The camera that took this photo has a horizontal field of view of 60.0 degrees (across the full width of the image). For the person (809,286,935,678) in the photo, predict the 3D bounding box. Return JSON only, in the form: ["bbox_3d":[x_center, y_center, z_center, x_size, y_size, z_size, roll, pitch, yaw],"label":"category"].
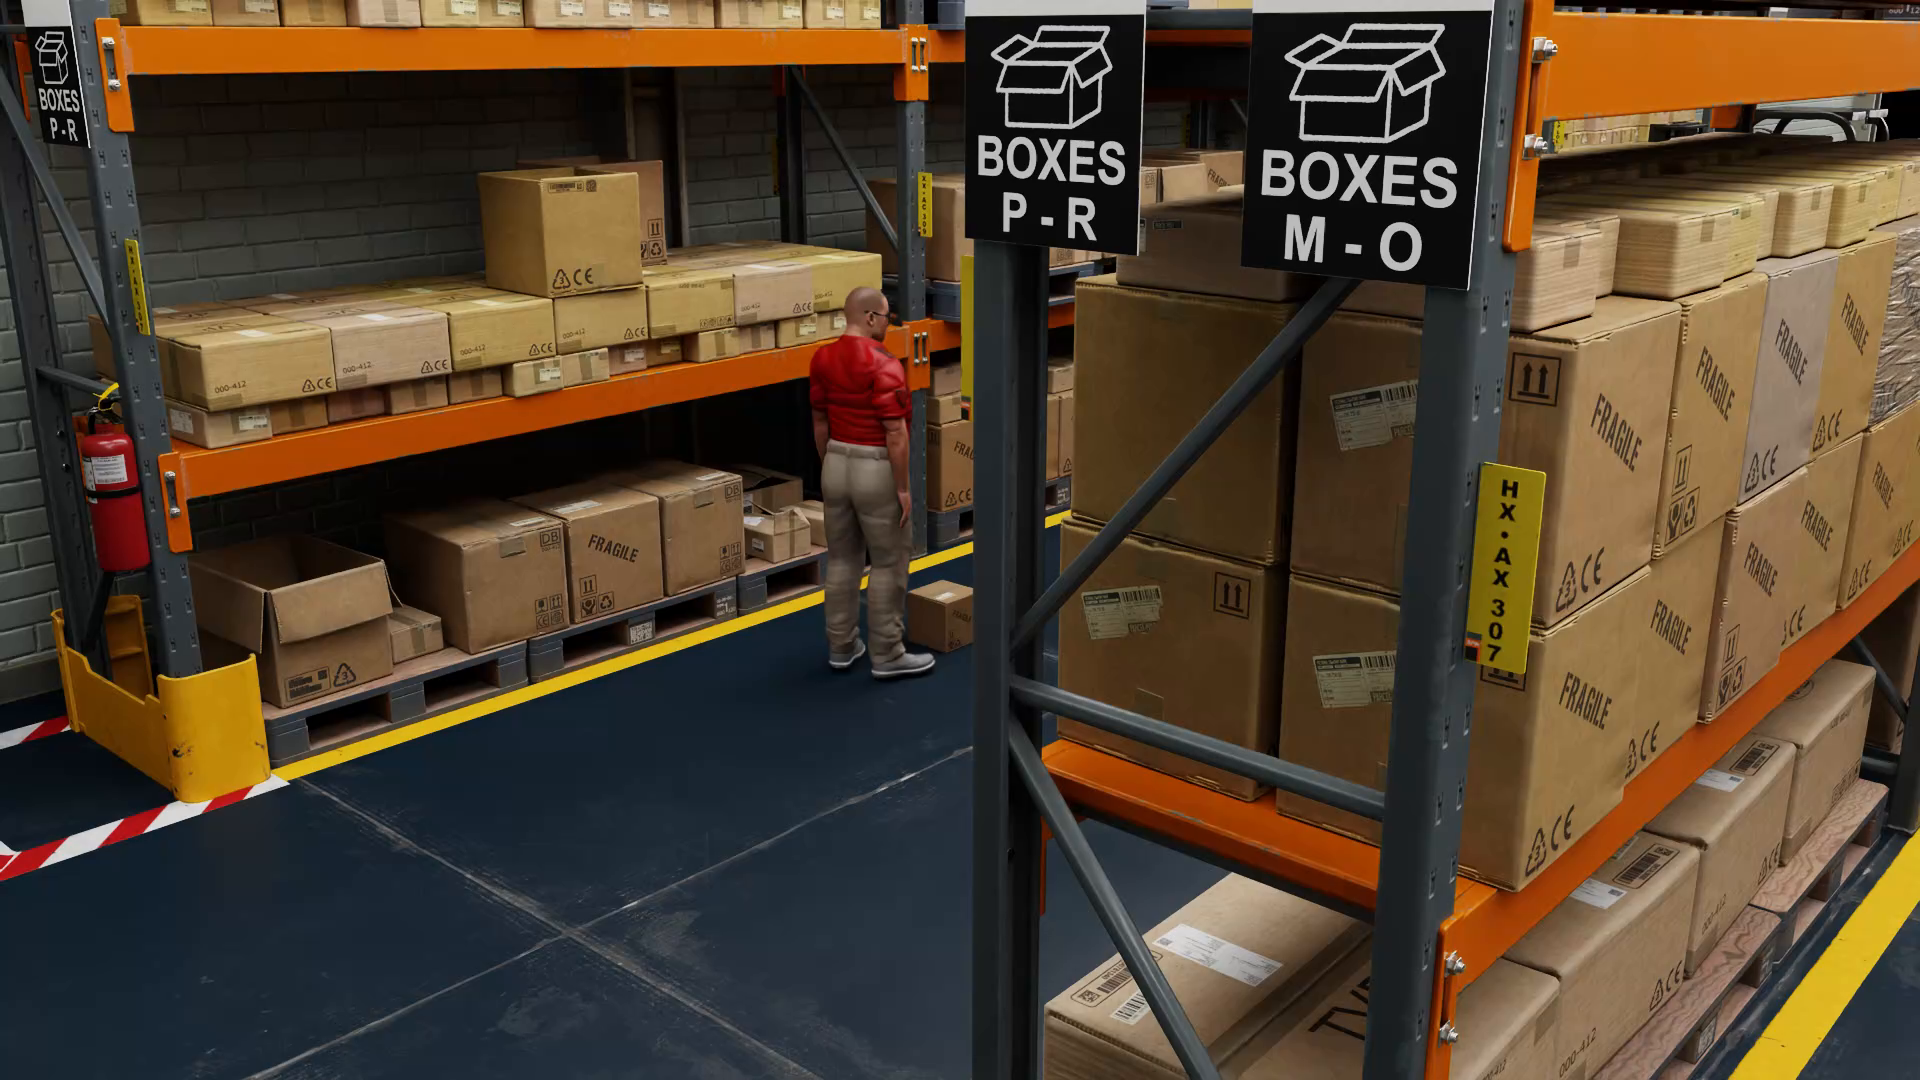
[{"bbox_3d":[-0.412,-0.256,7.360,0.559,1.731,0.364,12,20,33],"label":"person"}]
